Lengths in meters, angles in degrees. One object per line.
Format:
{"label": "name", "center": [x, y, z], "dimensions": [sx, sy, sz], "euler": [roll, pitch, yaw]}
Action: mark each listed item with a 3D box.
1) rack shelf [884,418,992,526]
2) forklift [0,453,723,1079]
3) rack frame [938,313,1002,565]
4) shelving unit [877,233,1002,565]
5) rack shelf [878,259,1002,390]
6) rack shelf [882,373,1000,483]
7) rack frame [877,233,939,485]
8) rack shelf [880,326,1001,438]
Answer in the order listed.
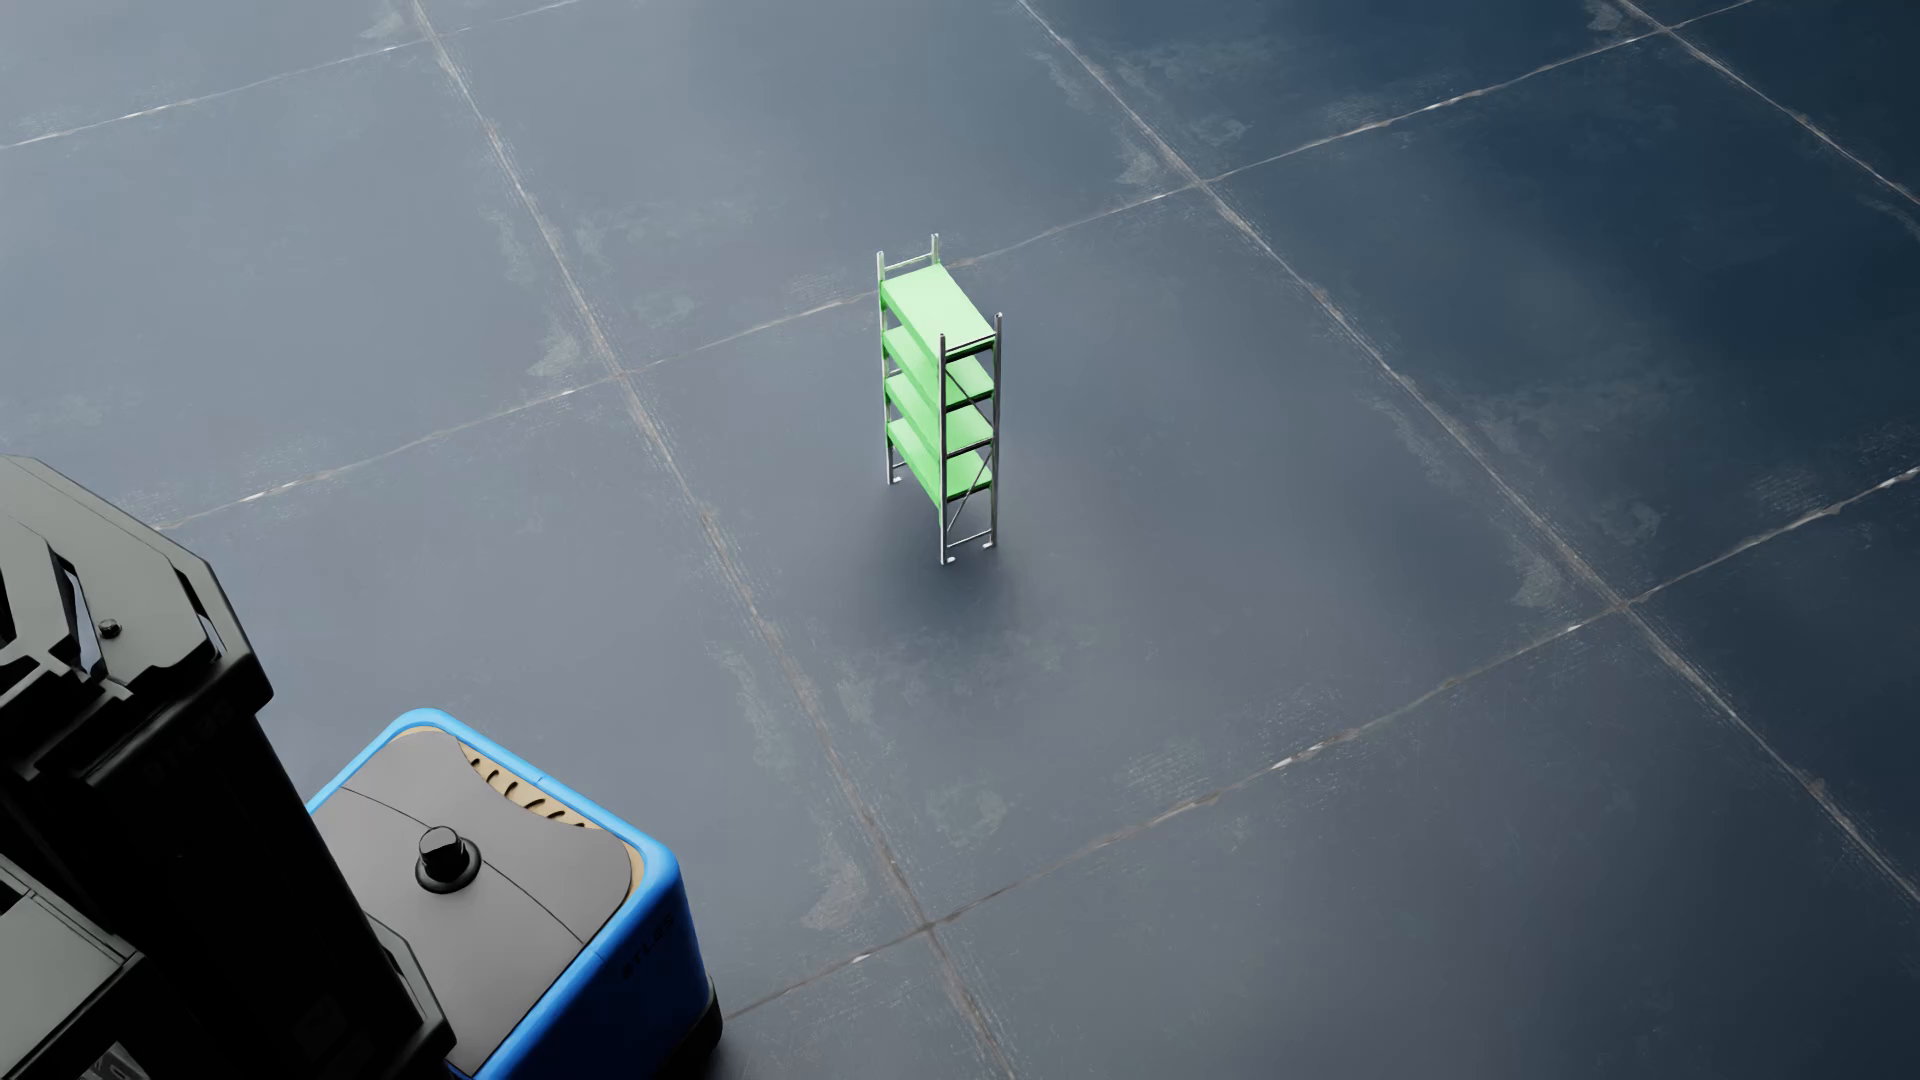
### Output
{"label": "rack shelf", "center": [-0.076, -0.306, 6.517], "dimensions": [0.258, 0.148, 0.480], "euler": [-21, 52, -18]}
{"label": "forklift", "center": [-1.962, 1.334, 3.528], "dimensions": [1.130, 2.935, 3.031], "euler": [26, 54, 21]}
{"label": "rack frame", "center": [0.036, -0.342, 6.145], "dimensions": [0.240, 1.200, 0.015], "euler": [-21, 52, -18]}
{"label": "shelving unit", "center": [-0.076, -0.506, 6.288], "dimensions": [0.258, 1.200, 0.503], "euler": [-21, 52, -18]}
{"label": "rack shelf", "center": [-0.076, -0.780, 5.975], "dimensions": [0.258, 0.148, 0.480], "euler": [-21, 52, -18]}
{"label": "rack shelf", "center": [-0.076, -0.464, 6.336], "dimensions": [0.258, 0.148, 0.480], "euler": [-21, 52, -18]}
{"label": "rack frame", "center": [-0.187, -0.669, 6.431], "dimensions": [0.240, 1.200, 0.015], "euler": [-21, 52, -18]}
{"label": "rack shelf", "center": [-0.076, -0.622, 6.155], "dimensions": [0.258, 0.148, 0.480], "euler": [-21, 52, -18]}
